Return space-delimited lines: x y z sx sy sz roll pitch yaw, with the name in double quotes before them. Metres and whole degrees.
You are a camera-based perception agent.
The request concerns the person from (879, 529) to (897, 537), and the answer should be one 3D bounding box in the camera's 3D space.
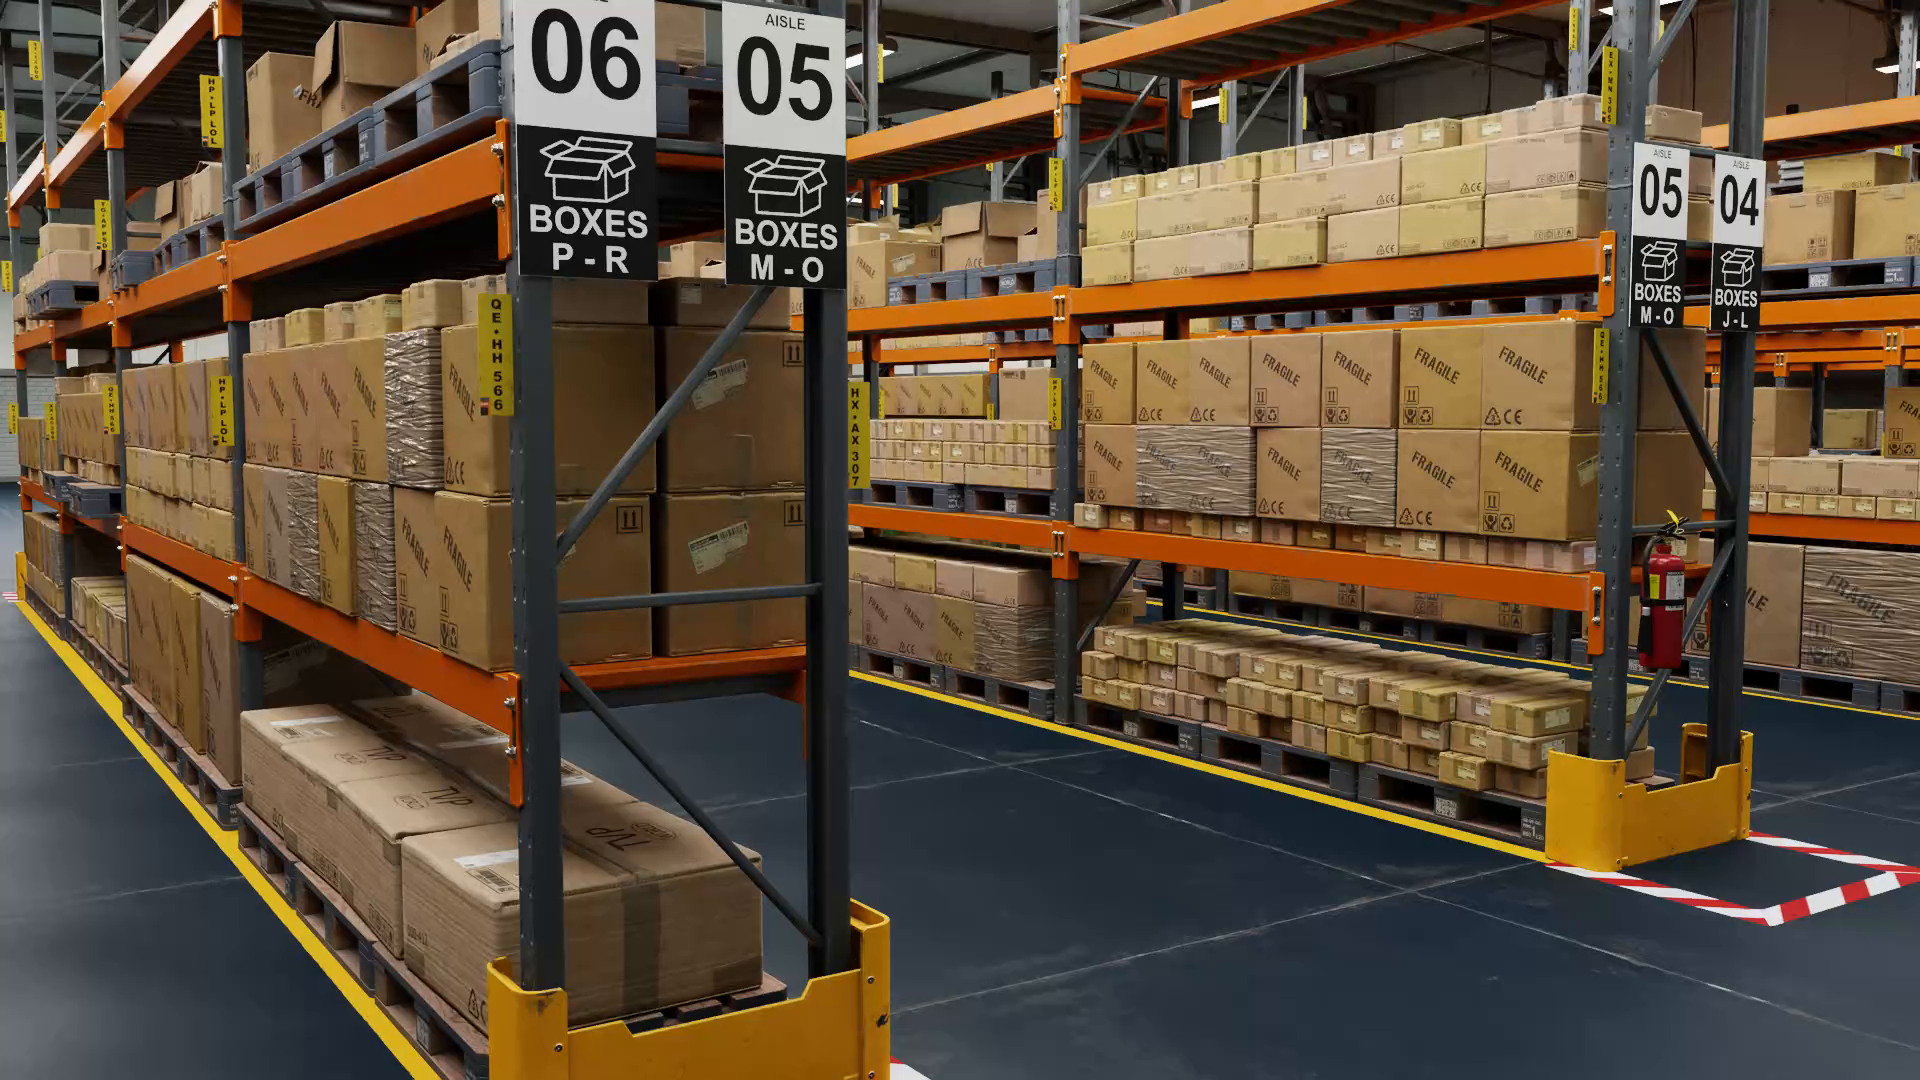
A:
"person" -0.886 -0.397 19.513 0.528 1.733 1.056 -3 5 -31
